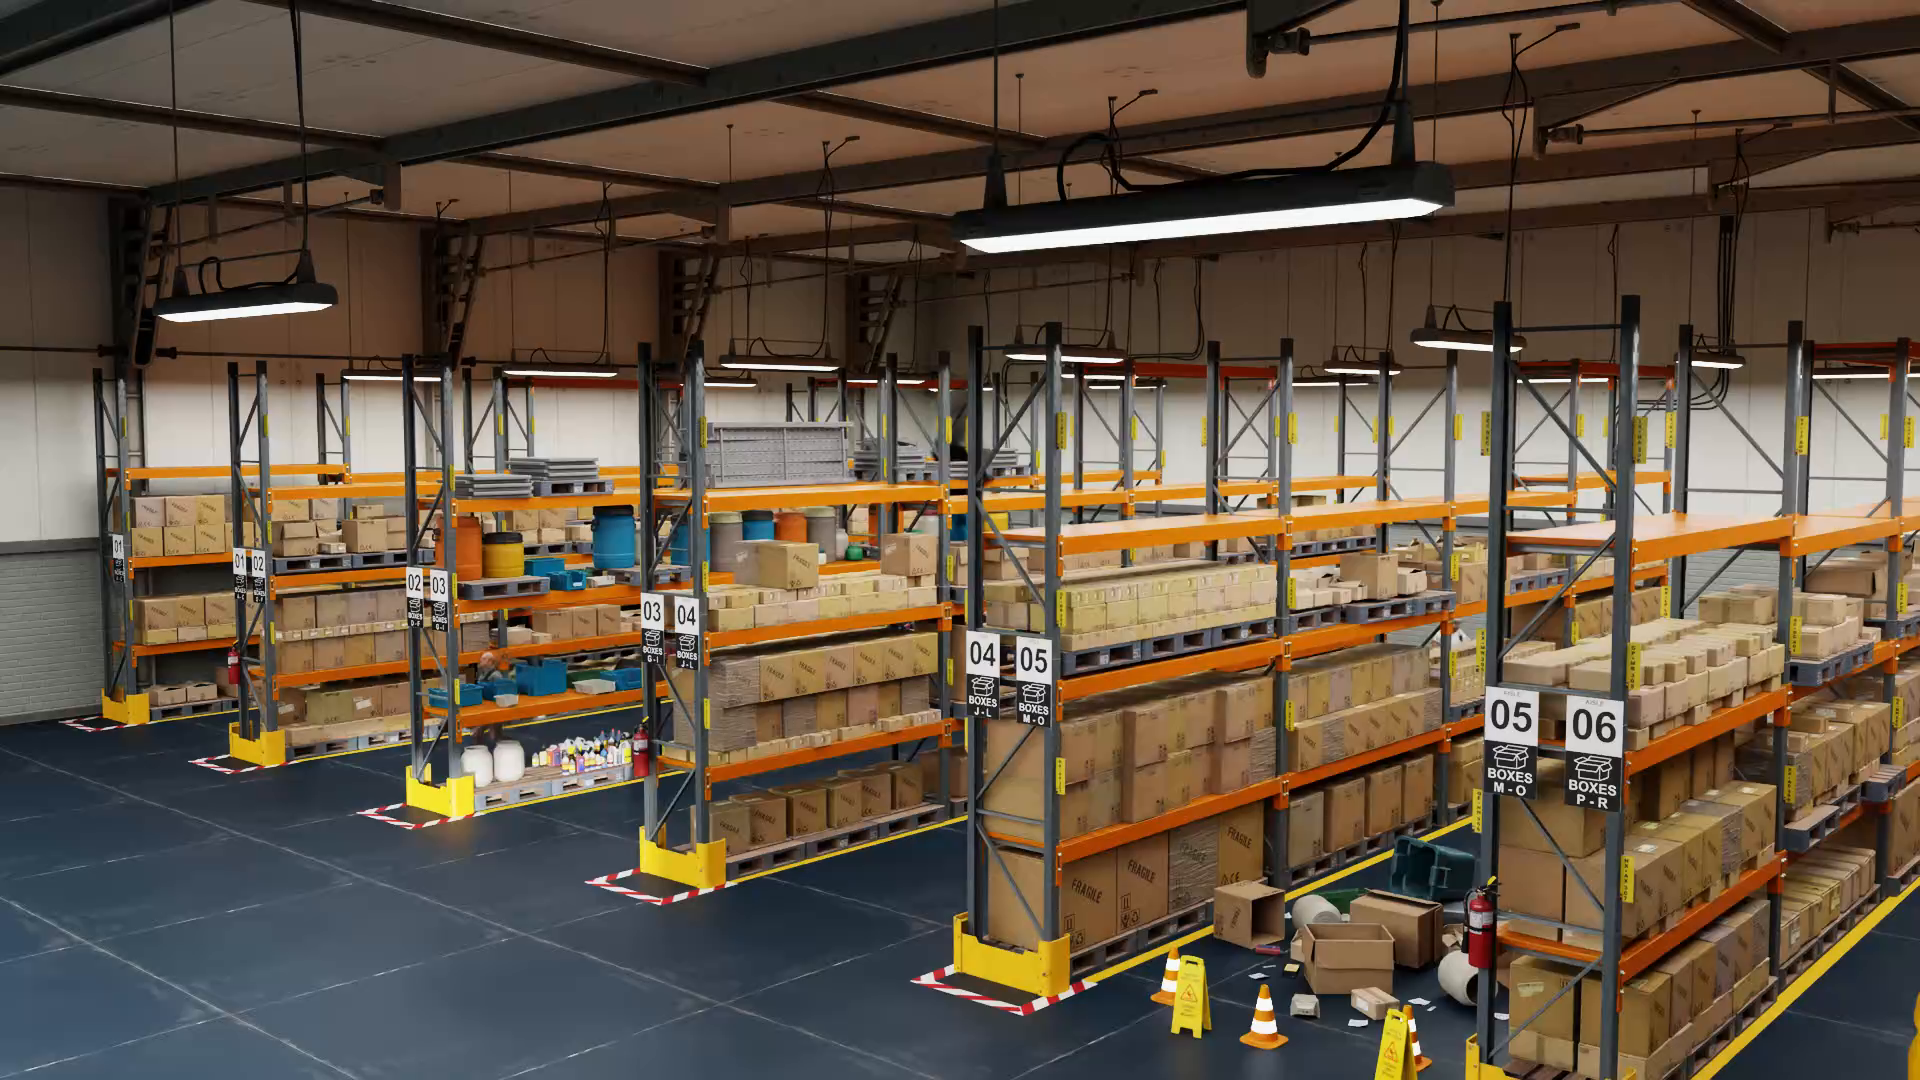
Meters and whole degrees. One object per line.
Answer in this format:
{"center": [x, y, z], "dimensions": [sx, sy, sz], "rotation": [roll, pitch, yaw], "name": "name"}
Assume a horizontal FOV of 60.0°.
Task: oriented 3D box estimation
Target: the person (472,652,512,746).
{"center": [-6.833, 2.511, 24.389], "dimensions": [0.670, 1.752, 0.855], "rotation": [4, 6, 42], "name": "person"}

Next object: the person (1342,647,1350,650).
{"center": [5.744, 2.469, 24.604], "dimensions": [0.662, 1.774, 0.785], "rotation": [3, 5, 33], "name": "person"}

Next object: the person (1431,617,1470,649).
{"center": [8.913, 2.163, 29.854], "dimensions": [0.924, 1.695, 0.524], "rotation": [-1, 4, -8], "name": "person"}
